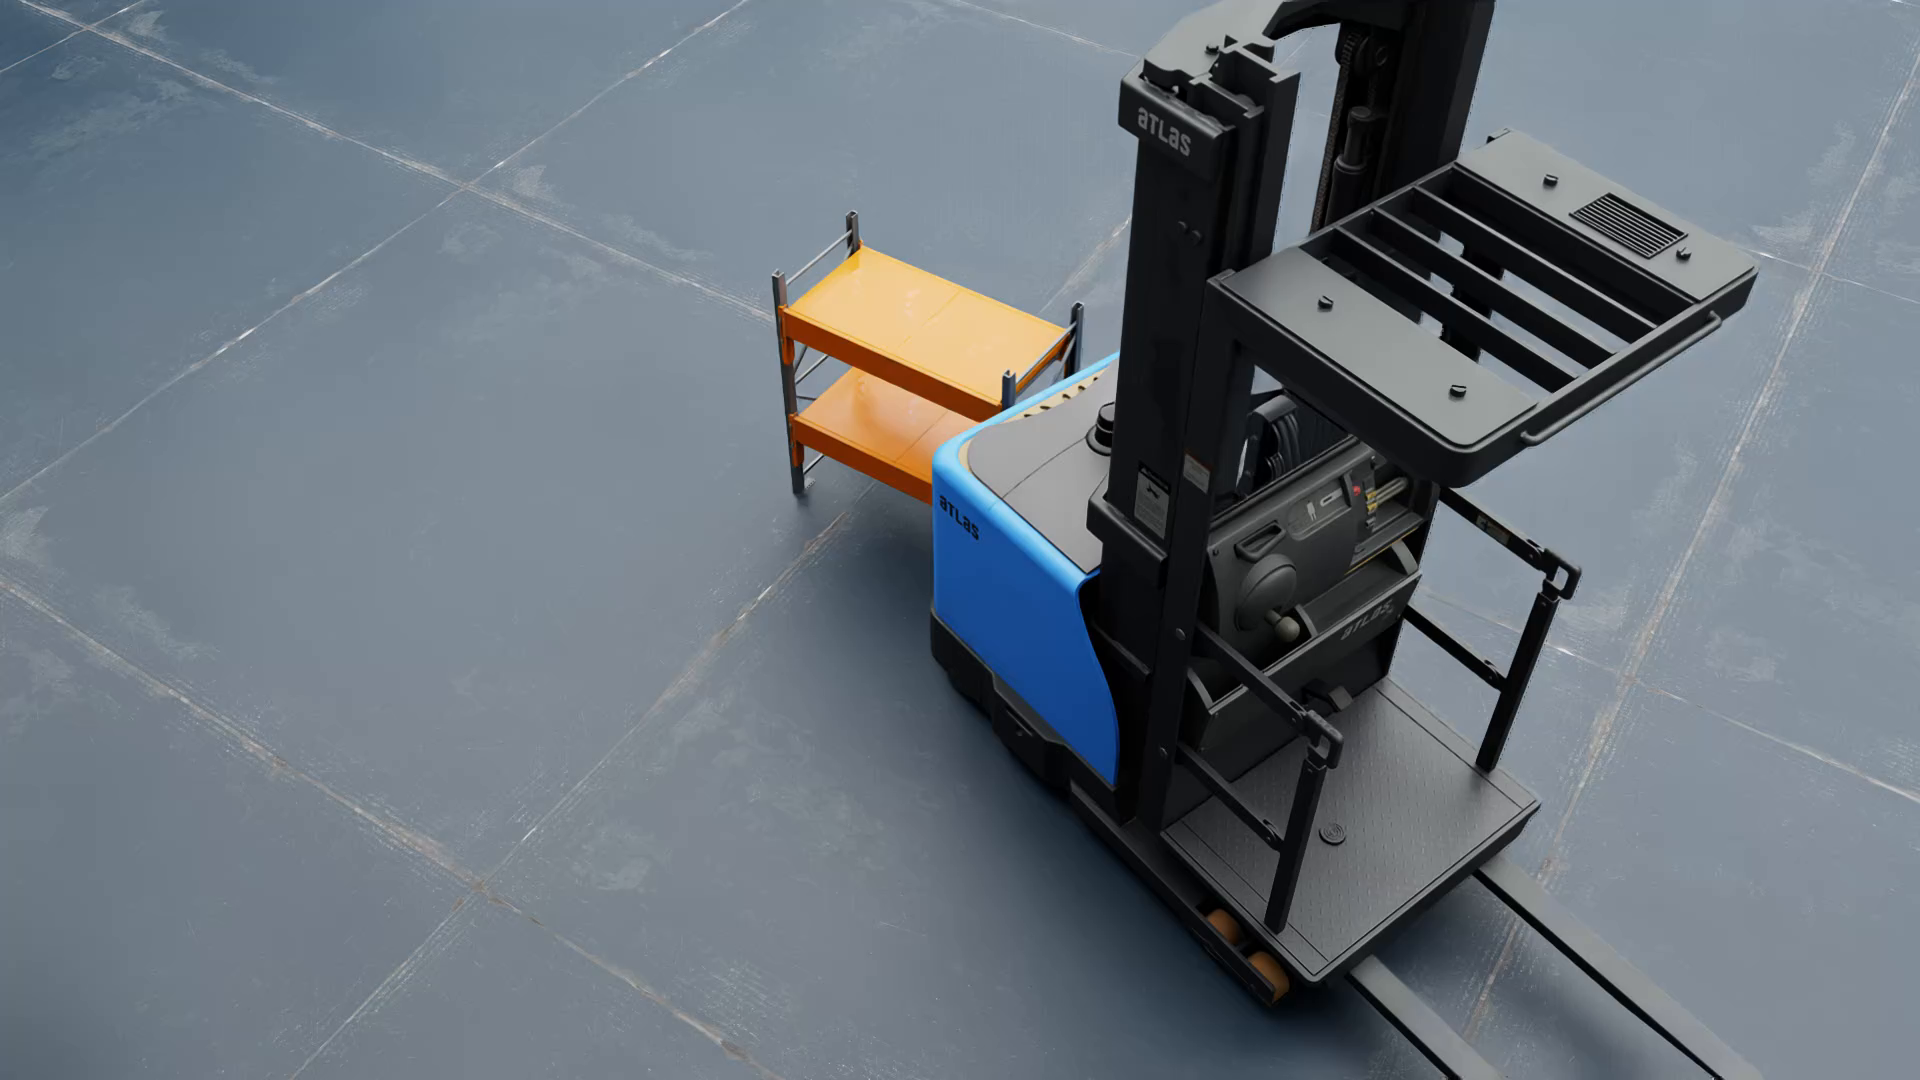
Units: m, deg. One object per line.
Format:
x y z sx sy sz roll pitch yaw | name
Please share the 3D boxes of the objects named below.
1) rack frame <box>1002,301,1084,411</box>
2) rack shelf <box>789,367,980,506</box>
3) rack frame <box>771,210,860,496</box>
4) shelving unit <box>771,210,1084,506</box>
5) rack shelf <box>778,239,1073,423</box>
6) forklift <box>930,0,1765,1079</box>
0.298 -0.321 6.277 0.032 1.125 0.500 26 51 23 | rack frame
-0.123 -0.355 6.651 1.000 0.278 0.538 26 51 23 | rack shelf
-0.544 -0.729 6.674 0.032 1.125 0.500 26 51 23 | rack frame
-0.123 -0.525 6.476 1.048 1.125 0.538 26 51 23 | shelving unit
-0.123 -0.729 6.266 1.000 0.278 0.538 26 51 23 | rack shelf
1.189 0.046 4.661 1.130 2.935 3.031 -29 52 -25 | forklift
